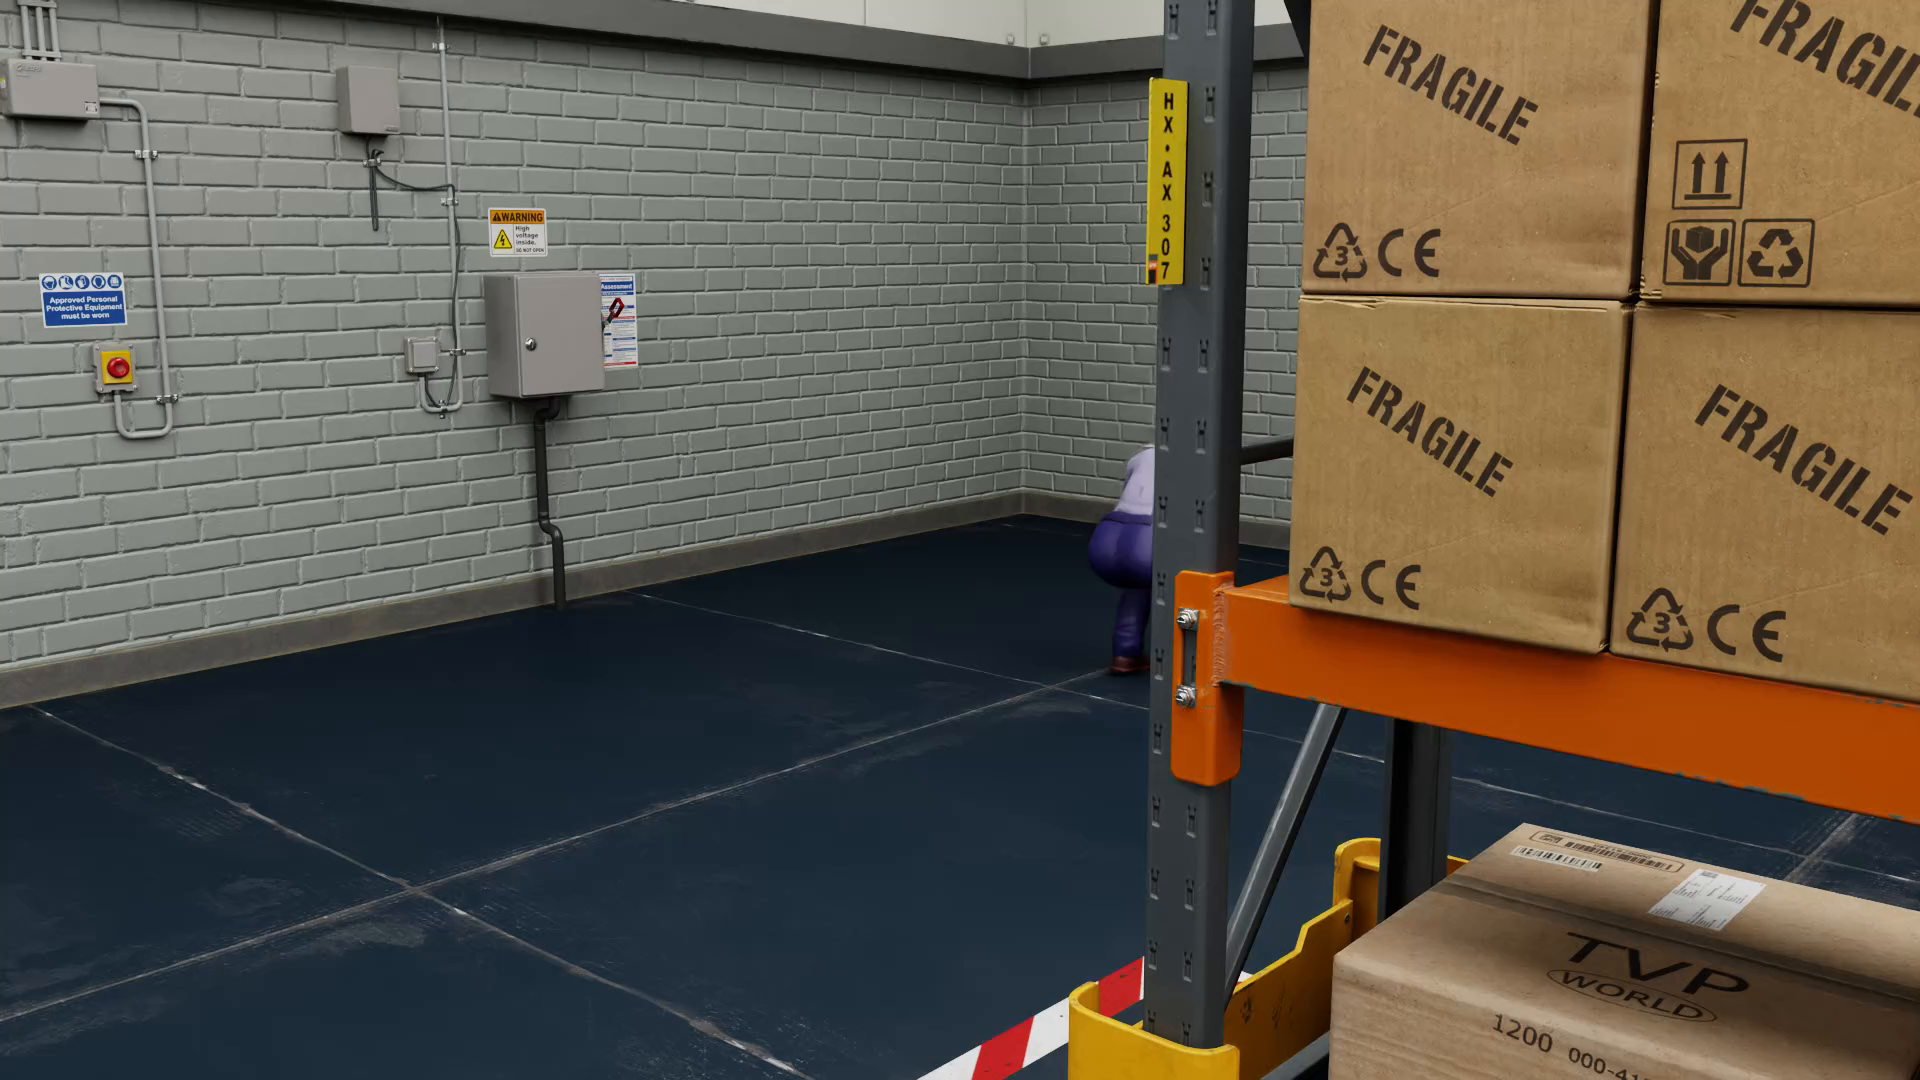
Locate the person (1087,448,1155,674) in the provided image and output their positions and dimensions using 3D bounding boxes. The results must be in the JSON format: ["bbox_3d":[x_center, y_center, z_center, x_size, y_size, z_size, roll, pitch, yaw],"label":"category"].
[{"bbox_3d":[0.871,0.053,7.252,0.536,1.086,0.778,9,14,40],"label":"person"}]
